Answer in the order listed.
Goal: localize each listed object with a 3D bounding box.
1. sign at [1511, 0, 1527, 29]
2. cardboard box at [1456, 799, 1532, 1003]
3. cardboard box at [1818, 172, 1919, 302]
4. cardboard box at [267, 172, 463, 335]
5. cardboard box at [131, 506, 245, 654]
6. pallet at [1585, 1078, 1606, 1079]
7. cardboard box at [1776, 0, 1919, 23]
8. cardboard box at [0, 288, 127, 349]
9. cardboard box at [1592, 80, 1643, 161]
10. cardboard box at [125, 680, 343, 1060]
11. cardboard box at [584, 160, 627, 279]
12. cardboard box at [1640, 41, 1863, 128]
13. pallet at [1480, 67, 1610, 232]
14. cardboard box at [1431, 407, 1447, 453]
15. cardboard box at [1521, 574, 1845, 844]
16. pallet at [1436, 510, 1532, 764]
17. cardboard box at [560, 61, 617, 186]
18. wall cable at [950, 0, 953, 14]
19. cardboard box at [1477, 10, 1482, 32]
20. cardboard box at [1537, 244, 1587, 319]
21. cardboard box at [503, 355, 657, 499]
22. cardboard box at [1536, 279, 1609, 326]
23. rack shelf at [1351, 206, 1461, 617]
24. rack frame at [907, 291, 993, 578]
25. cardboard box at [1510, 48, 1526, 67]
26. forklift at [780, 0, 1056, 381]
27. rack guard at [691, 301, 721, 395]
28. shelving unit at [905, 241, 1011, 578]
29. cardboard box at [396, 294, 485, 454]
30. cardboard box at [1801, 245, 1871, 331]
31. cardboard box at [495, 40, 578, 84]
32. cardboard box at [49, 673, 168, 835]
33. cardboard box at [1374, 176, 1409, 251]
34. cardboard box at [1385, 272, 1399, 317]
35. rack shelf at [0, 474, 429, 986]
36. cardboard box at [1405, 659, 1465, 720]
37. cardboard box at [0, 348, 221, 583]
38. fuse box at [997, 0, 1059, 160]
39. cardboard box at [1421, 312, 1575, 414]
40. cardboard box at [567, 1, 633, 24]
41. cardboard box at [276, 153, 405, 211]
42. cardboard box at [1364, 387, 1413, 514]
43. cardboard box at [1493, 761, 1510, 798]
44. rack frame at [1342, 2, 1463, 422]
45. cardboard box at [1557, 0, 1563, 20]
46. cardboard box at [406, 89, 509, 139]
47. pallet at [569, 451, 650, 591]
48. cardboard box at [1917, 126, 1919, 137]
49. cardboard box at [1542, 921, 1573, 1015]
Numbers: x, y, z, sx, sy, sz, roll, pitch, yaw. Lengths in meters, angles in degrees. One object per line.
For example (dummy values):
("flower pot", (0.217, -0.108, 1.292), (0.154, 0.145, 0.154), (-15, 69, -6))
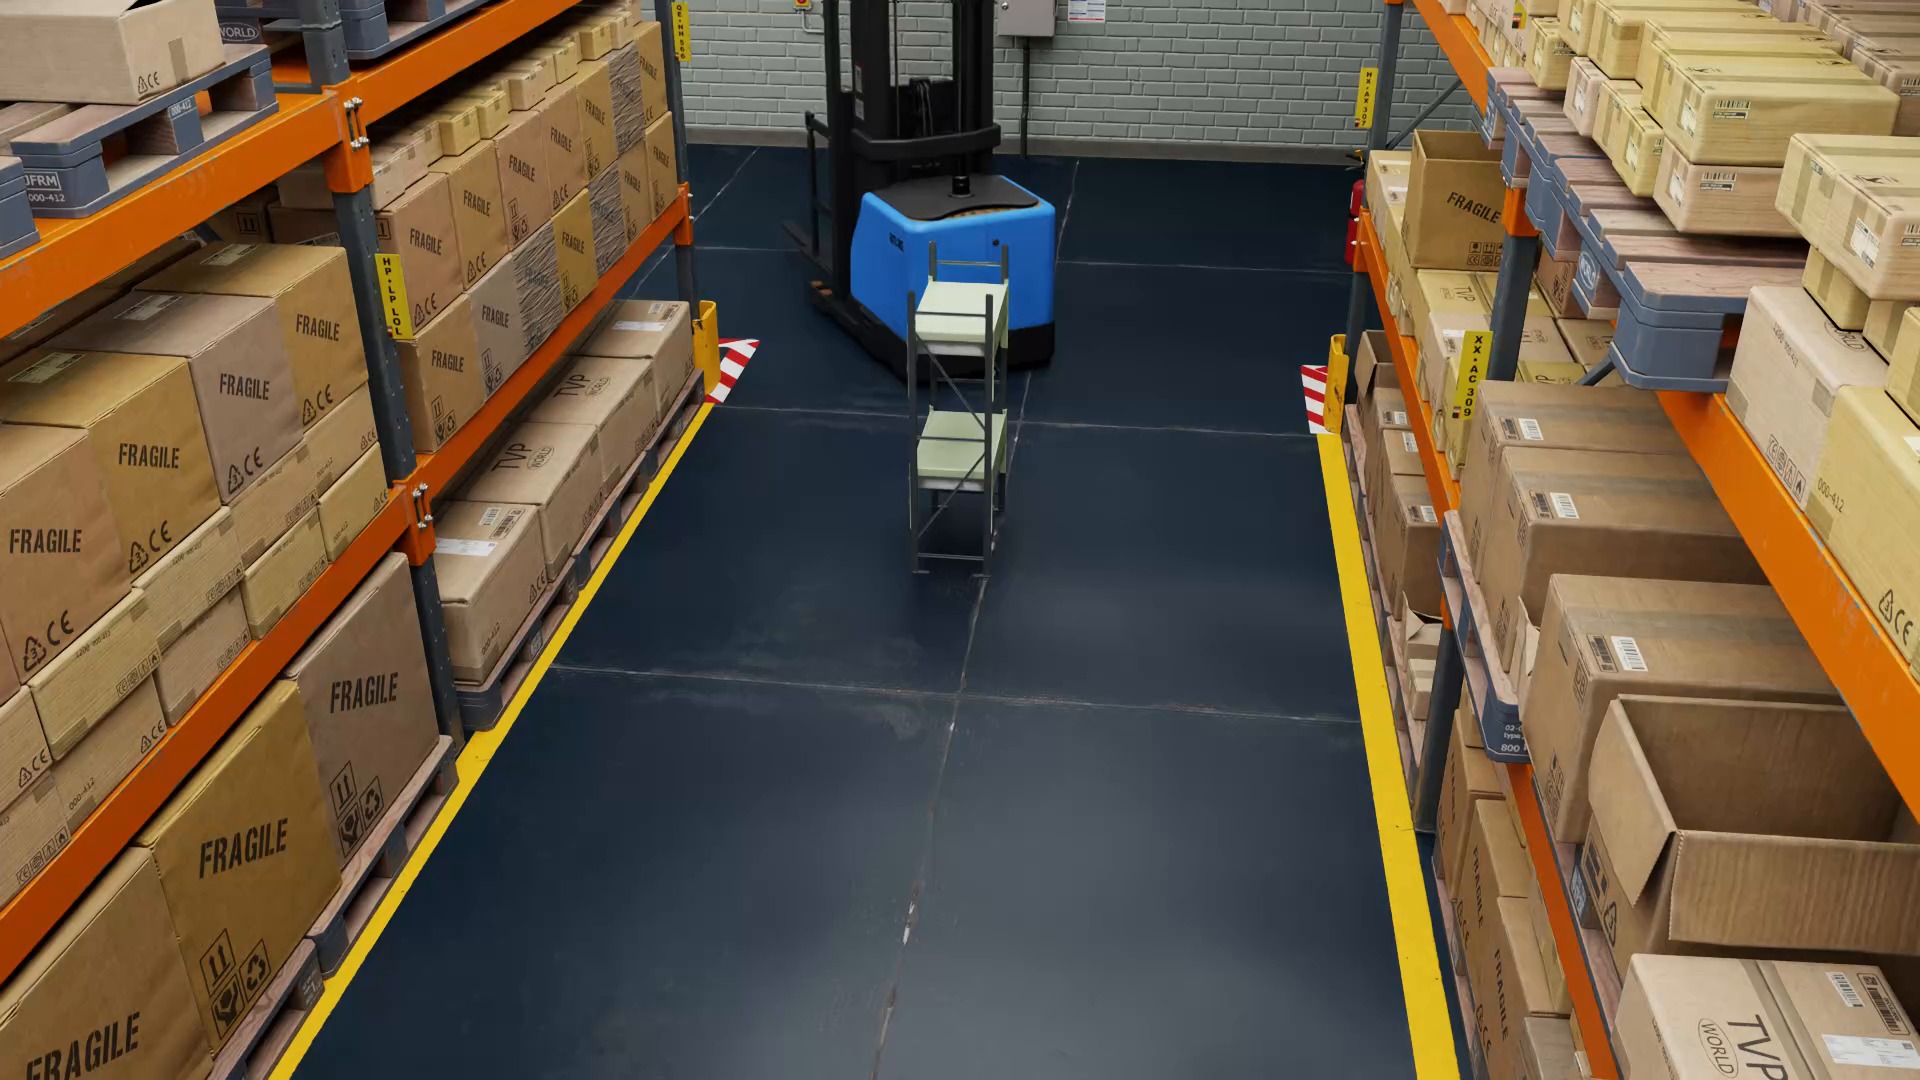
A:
("sign", (1.767, -1.734, 5.097), (0.100, 0.325, 0.005), (3, 28, 6))
("cardboard box", (1.968, 1.224, 5.508), (0.500, 0.500, 0.500), (3, 28, 6))
("cardboard box", (1.695, -0.507, 2.789), (0.380, 0.149, 0.250), (3, 28, 5))
("cardboard box", (-2.322, -1.138, 6.541), (0.500, 0.500, 0.500), (4, 29, 7))
("cardboard box", (-2.544, 0.103, 5.027), (0.500, 0.250, 0.500), (4, 29, 7))
("pallet", (1.830, 1.487, 3.030), (1.213, 0.211, 1.003), (3, 28, 6))
("cardboard box", (2.354, -1.339, 4.313), (0.380, 0.149, 0.250), (3, 28, 5))
("cardboard box", (-2.994, -0.497, 5.350), (0.500, 0.500, 0.500), (3, 28, 6))
("cardboard box", (1.752, -0.998, 3.994), (0.380, 0.149, 0.250), (3, 28, 6))
("cardboard box", (-2.720, 1.028, 5.476), (0.875, 0.875, 0.875), (4, 29, 8))
("cardboard box", (-2.056, -1.651, 8.546), (0.500, 0.500, 0.500), (4, 29, 8))
("cardboard box", (1.745, -1.002, 3.687), (0.380, 0.149, 0.250), (4, 29, 7))
("pallet", (2.157, -1.092, 4.651), (1.213, 0.211, 1.003), (3, 28, 6))
("cardboard box", (2.113, -0.459, 6.705), (0.380, 0.149, 0.250), (4, 29, 8))
("cardboard box", (1.865, 0.442, 4.220), (0.700, 0.500, 0.500), (3, 28, 6))
("pallet", (2.100, 0.297, 5.239), (1.003, 0.211, 1.213), (3, 28, 6))
("cardboard box", (-2.052, -2.090, 8.307), (0.500, 0.500, 0.500), (3, 28, 6))
("wall cable", (-0.054, -5.353, 14.452), (0.588, 1.984, 0.122), (3, 28, 6))
("cardboard box", (2.228, -2.034, 6.466), (0.380, 0.149, 0.250), (4, 29, 8))
("cardboard box", (2.753, -1.238, 6.939), (0.500, 0.500, 0.500), (3, 28, 5))
("cardboard box", (-2.216, -0.636, 9.027), (0.875, 0.438, 0.875), (4, 29, 8))
("cardboard box", (2.755, -0.919, 7.138), (0.500, 0.250, 0.500), (4, 29, 7))
("rack shelf", (2.551, -0.782, 7.798), (1.077, 0.370, 4.000), (3, 28, 6))
("rack frame", (-0.046, -0.485, 8.069), (0.400, 1.500, 0.023), (3, 28, 6))
("cardboard box", (2.057, -1.554, 5.574), (0.380, 0.149, 0.250), (3, 28, 6))
("forklift", (-0.455, -2.966, 11.165), (1.130, 2.935, 3.031), (-12, 31, -21))
("rack guard", (-2.127, -1.238, 10.521), (1.175, 0.500, 0.348), (3, 28, 6))
("shelving unit", (-0.001, -0.657, 8.388), (0.431, 1.500, 0.755), (3, 28, 6))
("cardboard box", (-2.303, -0.694, 6.770), (0.500, 0.500, 0.500), (4, 29, 8))
("cardboard box", (1.804, -0.490, 3.071), (0.380, 0.149, 0.250), (4, 29, 8))
("cardboard box", (-2.077, -2.312, 8.036), (0.380, 0.149, 0.250), (4, 29, 7))
("cardboard box", (-2.628, 0.567, 4.693), (0.500, 0.250, 0.500), (3, 28, 6))
("cardboard box", (2.412, -1.670, 8.532), (0.500, 0.250, 0.500), (4, 29, 7))
("cardboard box", (2.277, -1.187, 8.056), (0.380, 0.149, 0.250), (3, 28, 5))
("rack shelf", (-2.865, 0.814, 4.835), (1.077, 0.370, 4.000), (3, 28, 6))
("cardboard box", (2.083, 0.633, 6.975), (0.380, 0.149, 0.250), (3, 28, 5))
("cardboard box", (-2.564, -0.222, 4.840), (0.500, 0.500, 0.500), (4, 29, 8))
("fuse box", (0.604, -4.225, 14.788), (0.539, 1.711, 0.414), (3, 28, 6))
("cardboard box", (2.173, -0.713, 6.755), (0.500, 0.250, 0.500), (3, 29, 6))
("cardboard box", (-1.983, -2.795, 8.932), (0.380, 0.149, 0.250), (4, 29, 7))
("cardboard box", (-2.324, -1.347, 6.245), (0.380, 0.149, 0.250), (3, 28, 5))
("cardboard box", (2.484, -0.442, 8.601), (0.700, 0.500, 0.500), (4, 29, 8))
("cardboard box", (2.041, 0.761, 5.684), (0.380, 0.149, 0.250), (3, 28, 5))
("rack frame", (2.796, -2.040, 9.375), (1.000, 3.000, 0.127), (3, 28, 6))
("cardboard box", (1.872, -1.483, 4.580), (0.380, 0.149, 0.250), (4, 29, 7))
("cardboard box", (-2.167, -1.829, 7.138), (0.380, 0.149, 0.250), (3, 28, 5))
("pallet", (-2.303, -0.146, 8.798), (1.003, 0.211, 1.213), (3, 28, 6))
("cardboard box", (2.223, -0.852, 3.410), (0.380, 0.149, 0.250), (4, 29, 7))
("cardboard box", (1.901, 1.244, 4.787), (0.380, 0.149, 0.250), (4, 29, 8))
